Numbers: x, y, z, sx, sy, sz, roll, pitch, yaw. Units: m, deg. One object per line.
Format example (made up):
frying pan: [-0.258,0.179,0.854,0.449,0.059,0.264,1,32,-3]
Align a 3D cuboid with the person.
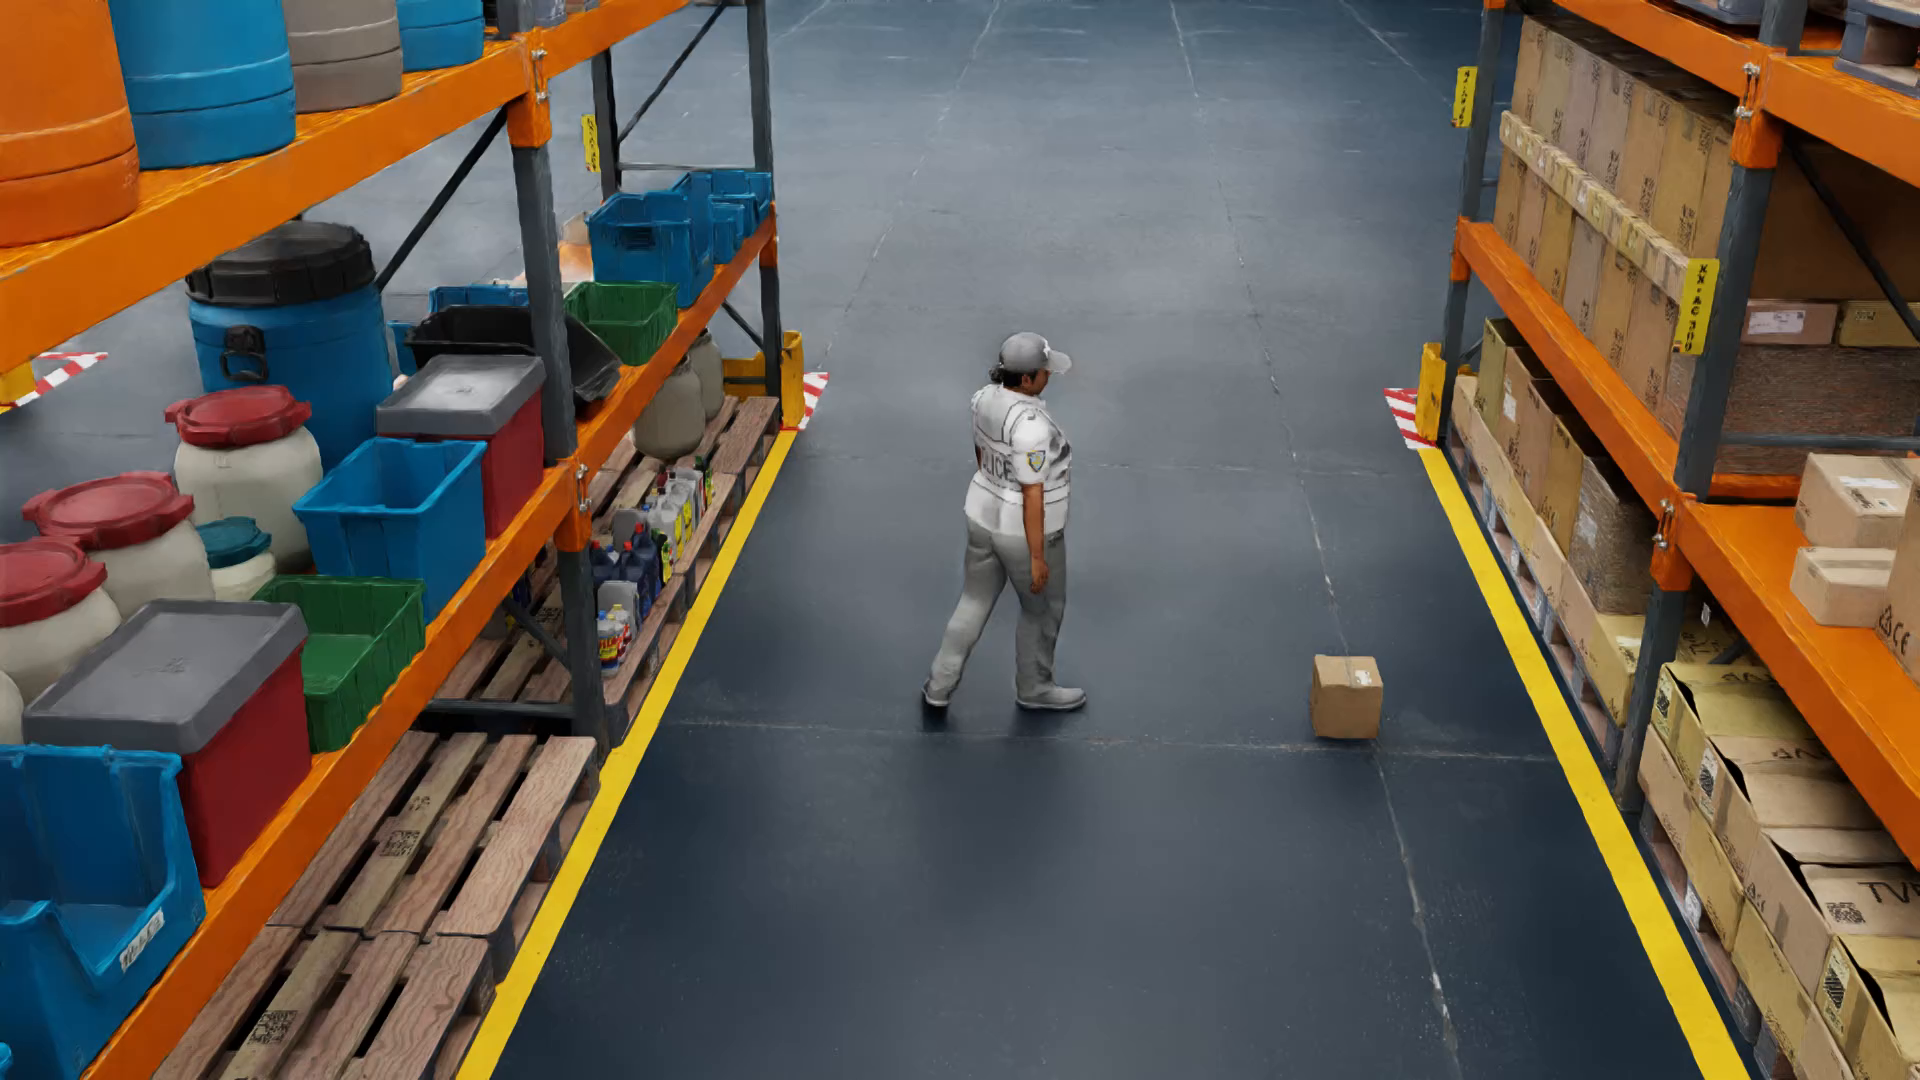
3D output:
person: [0.186,-0.041,6.702,0.659,1.655,0.603,-15,28,-29]
